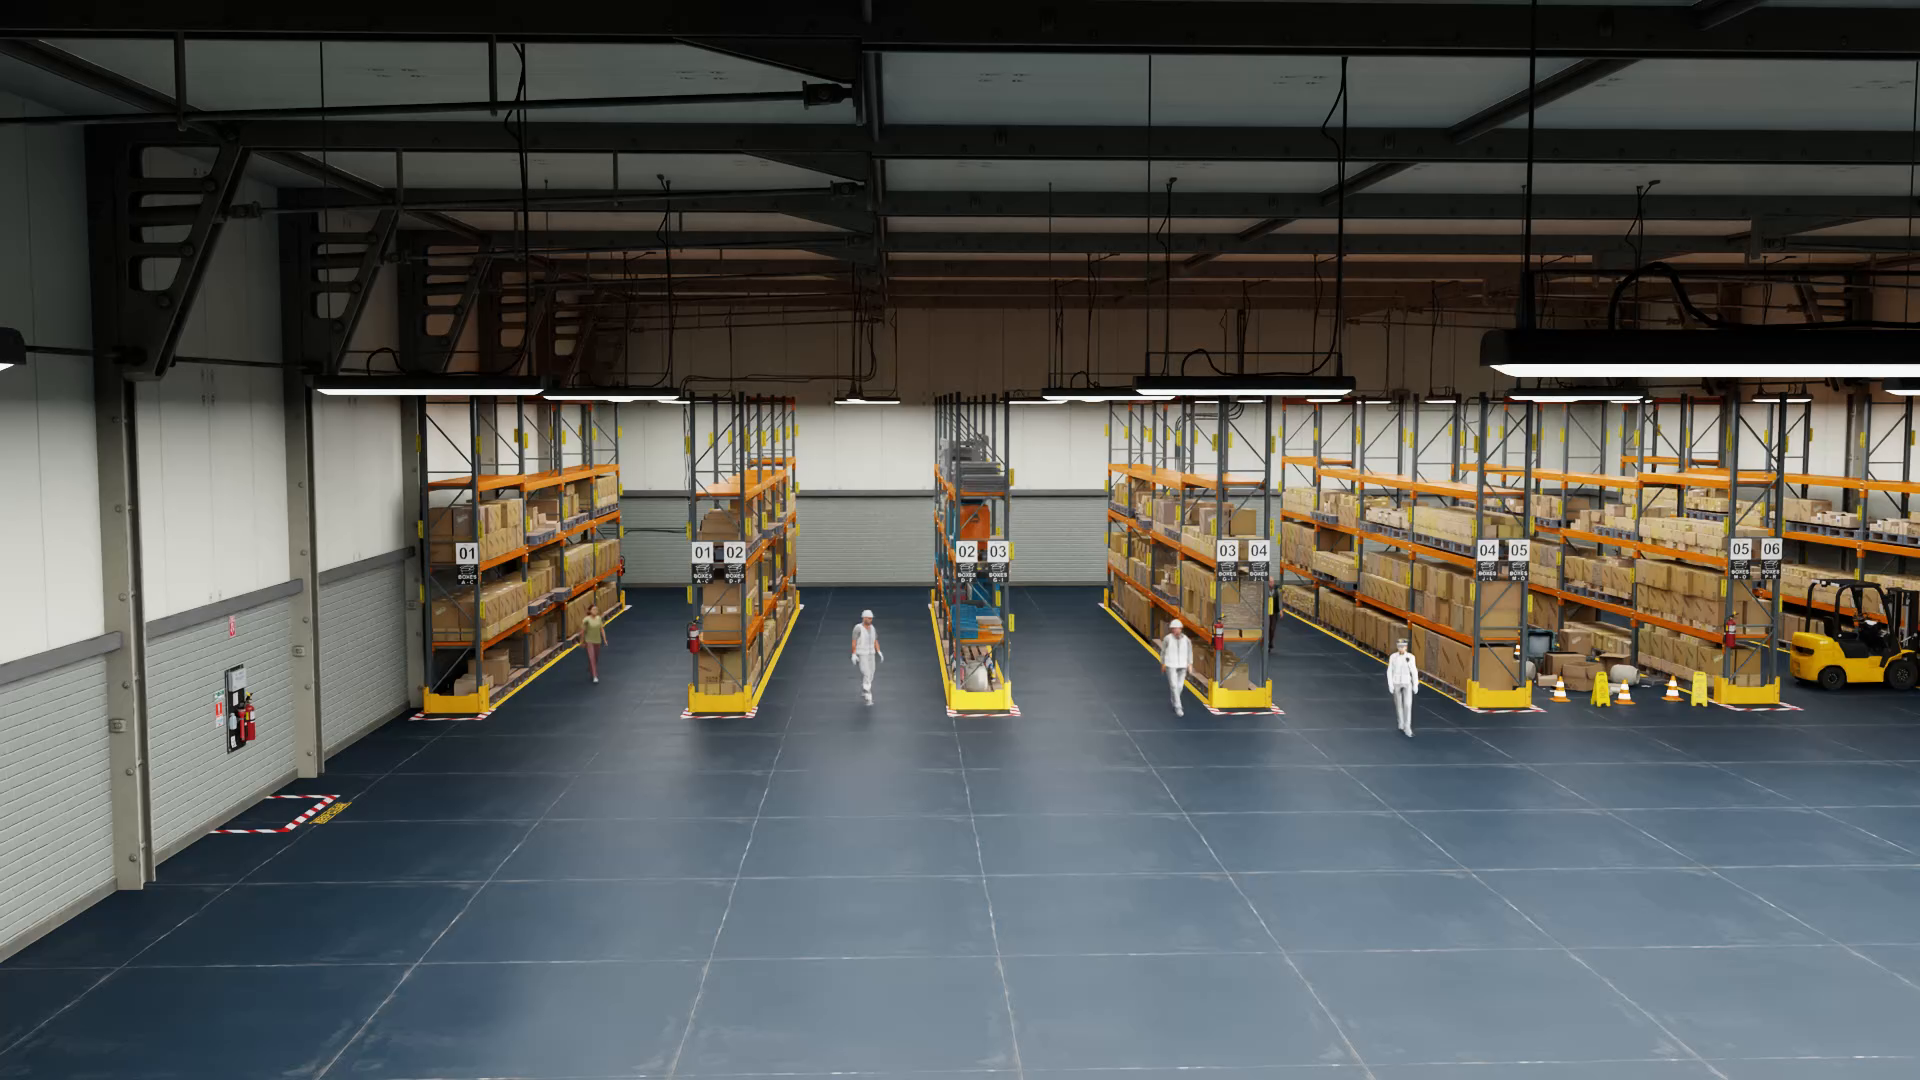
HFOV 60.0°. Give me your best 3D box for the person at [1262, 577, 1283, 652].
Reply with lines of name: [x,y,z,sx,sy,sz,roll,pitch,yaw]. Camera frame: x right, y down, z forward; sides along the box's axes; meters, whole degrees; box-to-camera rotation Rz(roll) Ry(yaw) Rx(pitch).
person: [7.304,1.729,39.086,0.590,1.719,0.748,0,5,-4]

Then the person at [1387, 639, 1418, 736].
person: [7.746,2.554,29.164,0.526,1.622,0.851,2,5,25]

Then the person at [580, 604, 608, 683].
person: [-7.633,2.122,34.633,0.522,1.602,1.106,-3,5,-29]

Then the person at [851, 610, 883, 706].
person: [-1.760,2.280,32.128,0.565,1.833,0.586,-4,6,-44]

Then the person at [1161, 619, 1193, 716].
person: [4.064,2.347,31.006,0.568,1.734,0.924,-1,5,-8]
